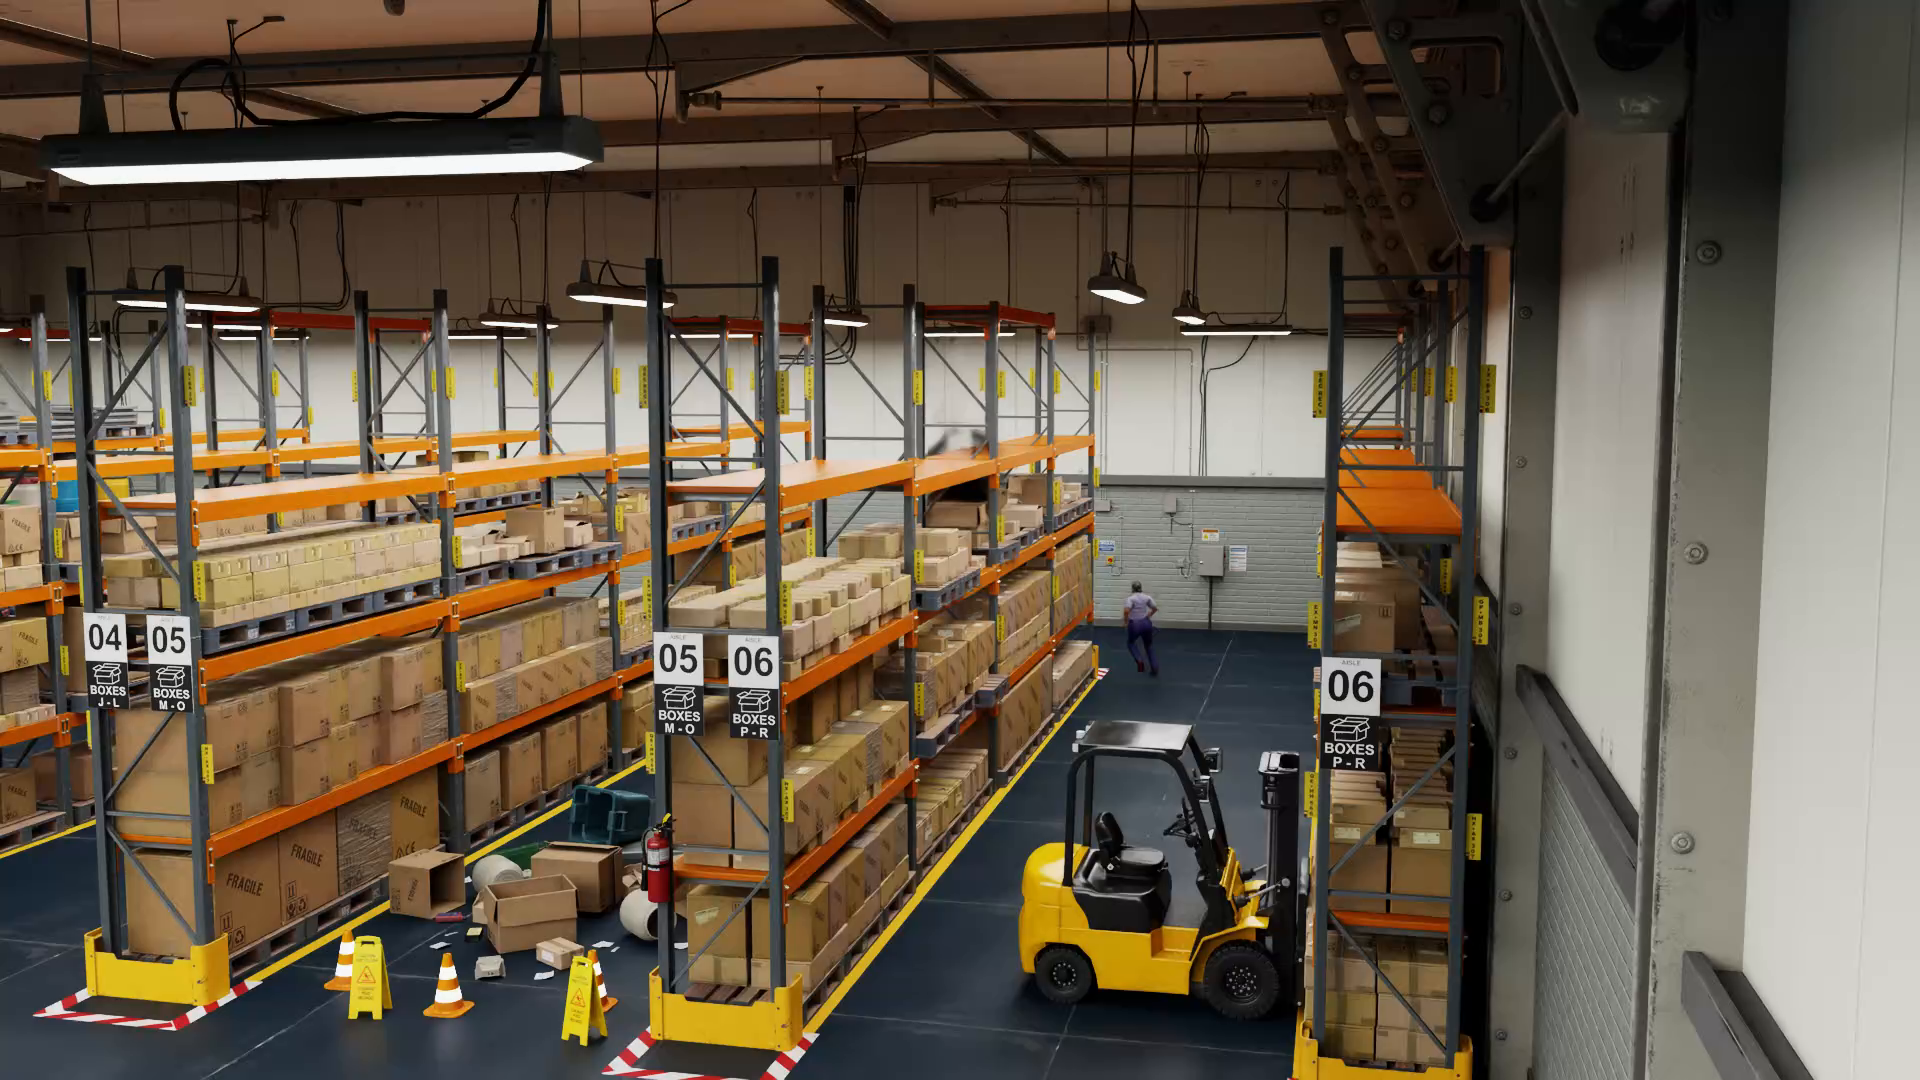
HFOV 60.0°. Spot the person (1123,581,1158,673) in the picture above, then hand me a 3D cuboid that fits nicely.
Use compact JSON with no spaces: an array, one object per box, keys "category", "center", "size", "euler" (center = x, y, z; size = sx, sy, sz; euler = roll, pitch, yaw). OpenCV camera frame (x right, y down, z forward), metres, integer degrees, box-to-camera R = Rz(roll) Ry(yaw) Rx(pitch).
[{"category":"person","center":[3.044,1.495,28.485],"size":[0.667,1.610,0.609],"euler":[-2,6,-15]}]
